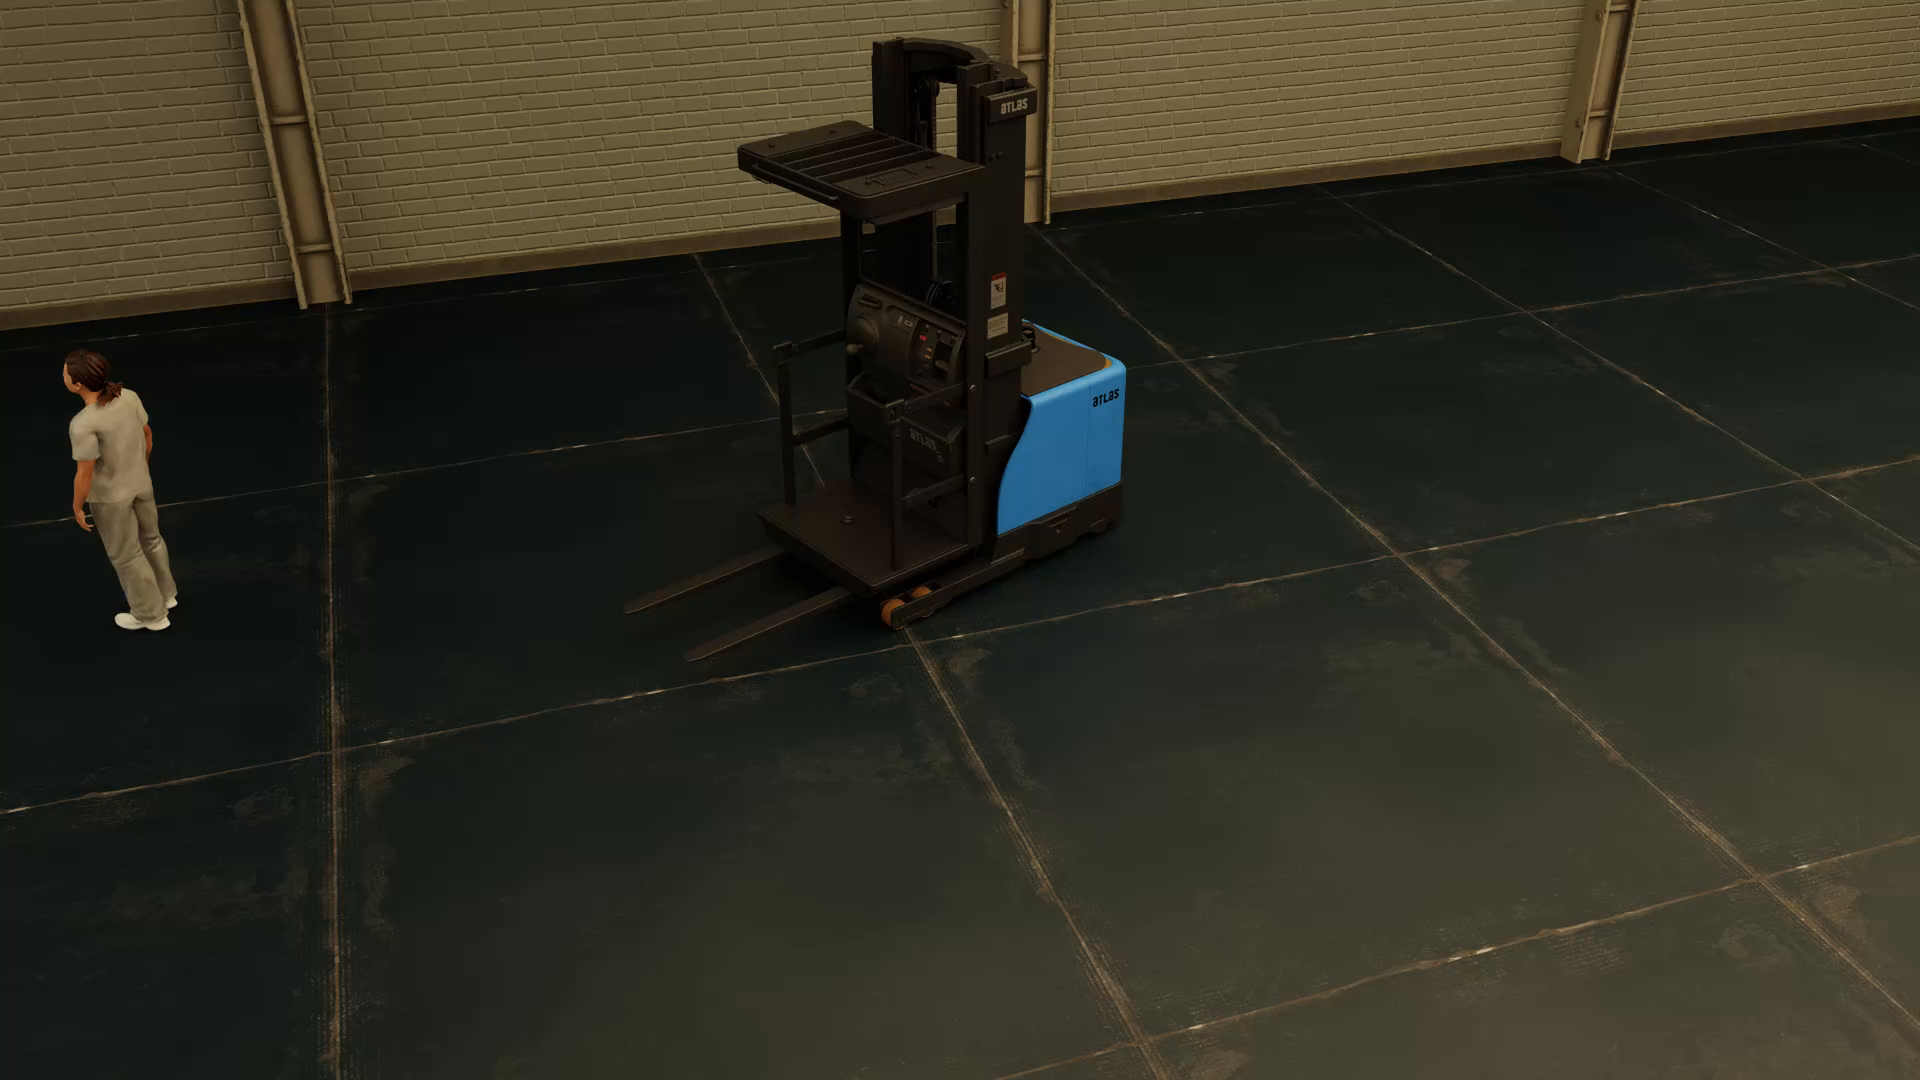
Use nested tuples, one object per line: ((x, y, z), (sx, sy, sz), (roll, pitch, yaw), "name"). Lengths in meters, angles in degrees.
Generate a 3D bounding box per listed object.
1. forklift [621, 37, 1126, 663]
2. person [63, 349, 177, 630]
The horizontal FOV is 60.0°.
((-0.461, -1.072, 8.951), (3.031, 2.935, 1.130), (-23, 37, -34), "forklift")
((-4.491, -0.258, 8.790), (0.548, 1.662, 0.550), (9, 31, 16), "person")
